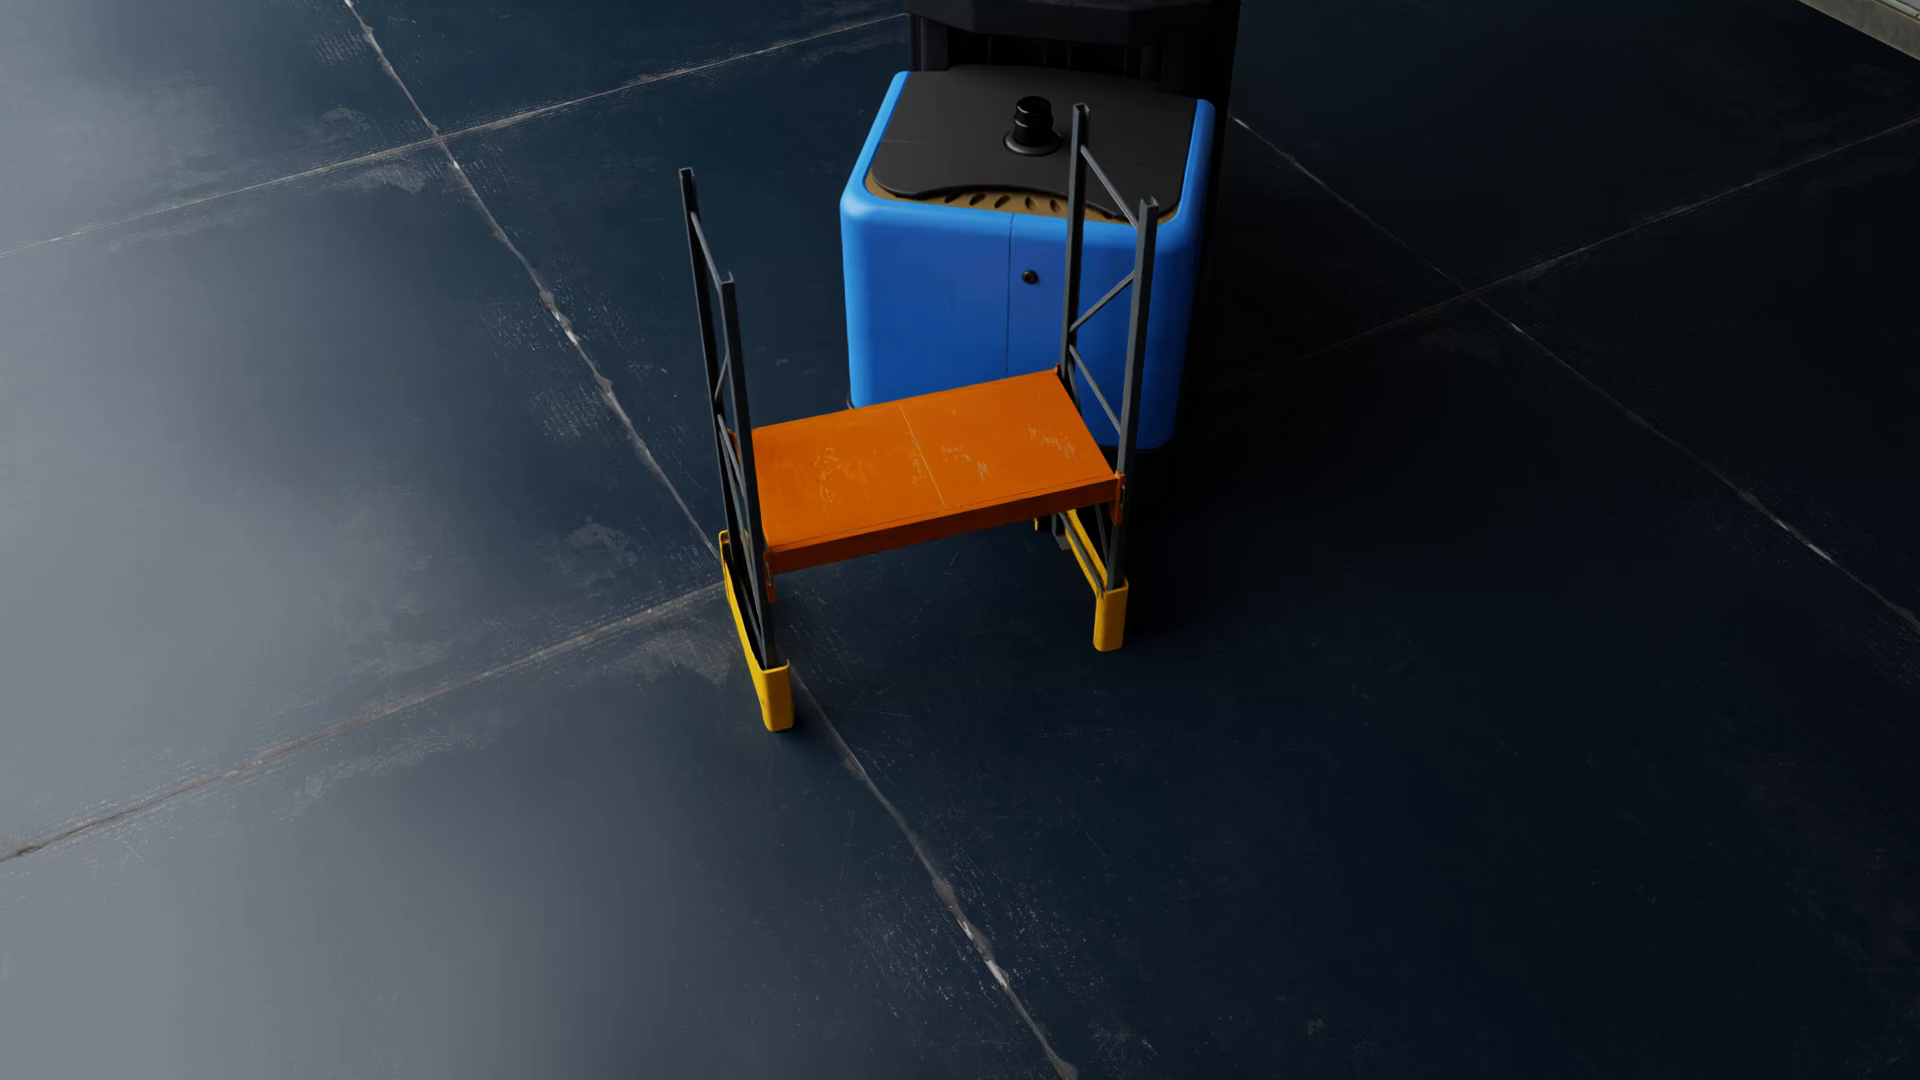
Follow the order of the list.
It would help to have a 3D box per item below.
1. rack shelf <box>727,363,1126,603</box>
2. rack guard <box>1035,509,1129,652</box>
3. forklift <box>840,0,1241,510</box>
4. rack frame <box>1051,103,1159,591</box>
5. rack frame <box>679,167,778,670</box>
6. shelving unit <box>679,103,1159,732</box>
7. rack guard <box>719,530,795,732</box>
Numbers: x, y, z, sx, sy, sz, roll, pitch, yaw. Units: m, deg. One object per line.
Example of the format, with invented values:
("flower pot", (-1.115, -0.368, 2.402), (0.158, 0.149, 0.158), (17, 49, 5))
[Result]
("rack shelf", (-0.106, -0.174, 4.611), (1.000, 0.185, 0.538), (-12, 46, -13))
("rack guard", (0.360, 0.042, 5.027), (0.087, 0.250, 0.587), (-12, 46, -13))
("forklift", (0.419, -2.186, 5.398), (1.130, 2.935, 3.031), (7, 45, 8))
("rack frame", (0.379, -0.410, 4.596), (0.032, 1.500, 0.500), (-12, 46, -13))
("rack frame", (-0.590, -0.196, 4.375), (0.032, 1.500, 0.500), (-12, 46, -13))
("shelving unit", (-0.114, -0.301, 4.484), (1.083, 1.500, 0.587), (-12, 46, -13))
("rack guard", (-0.589, 0.252, 4.811), (0.087, 0.250, 0.587), (-12, 46, -13))
